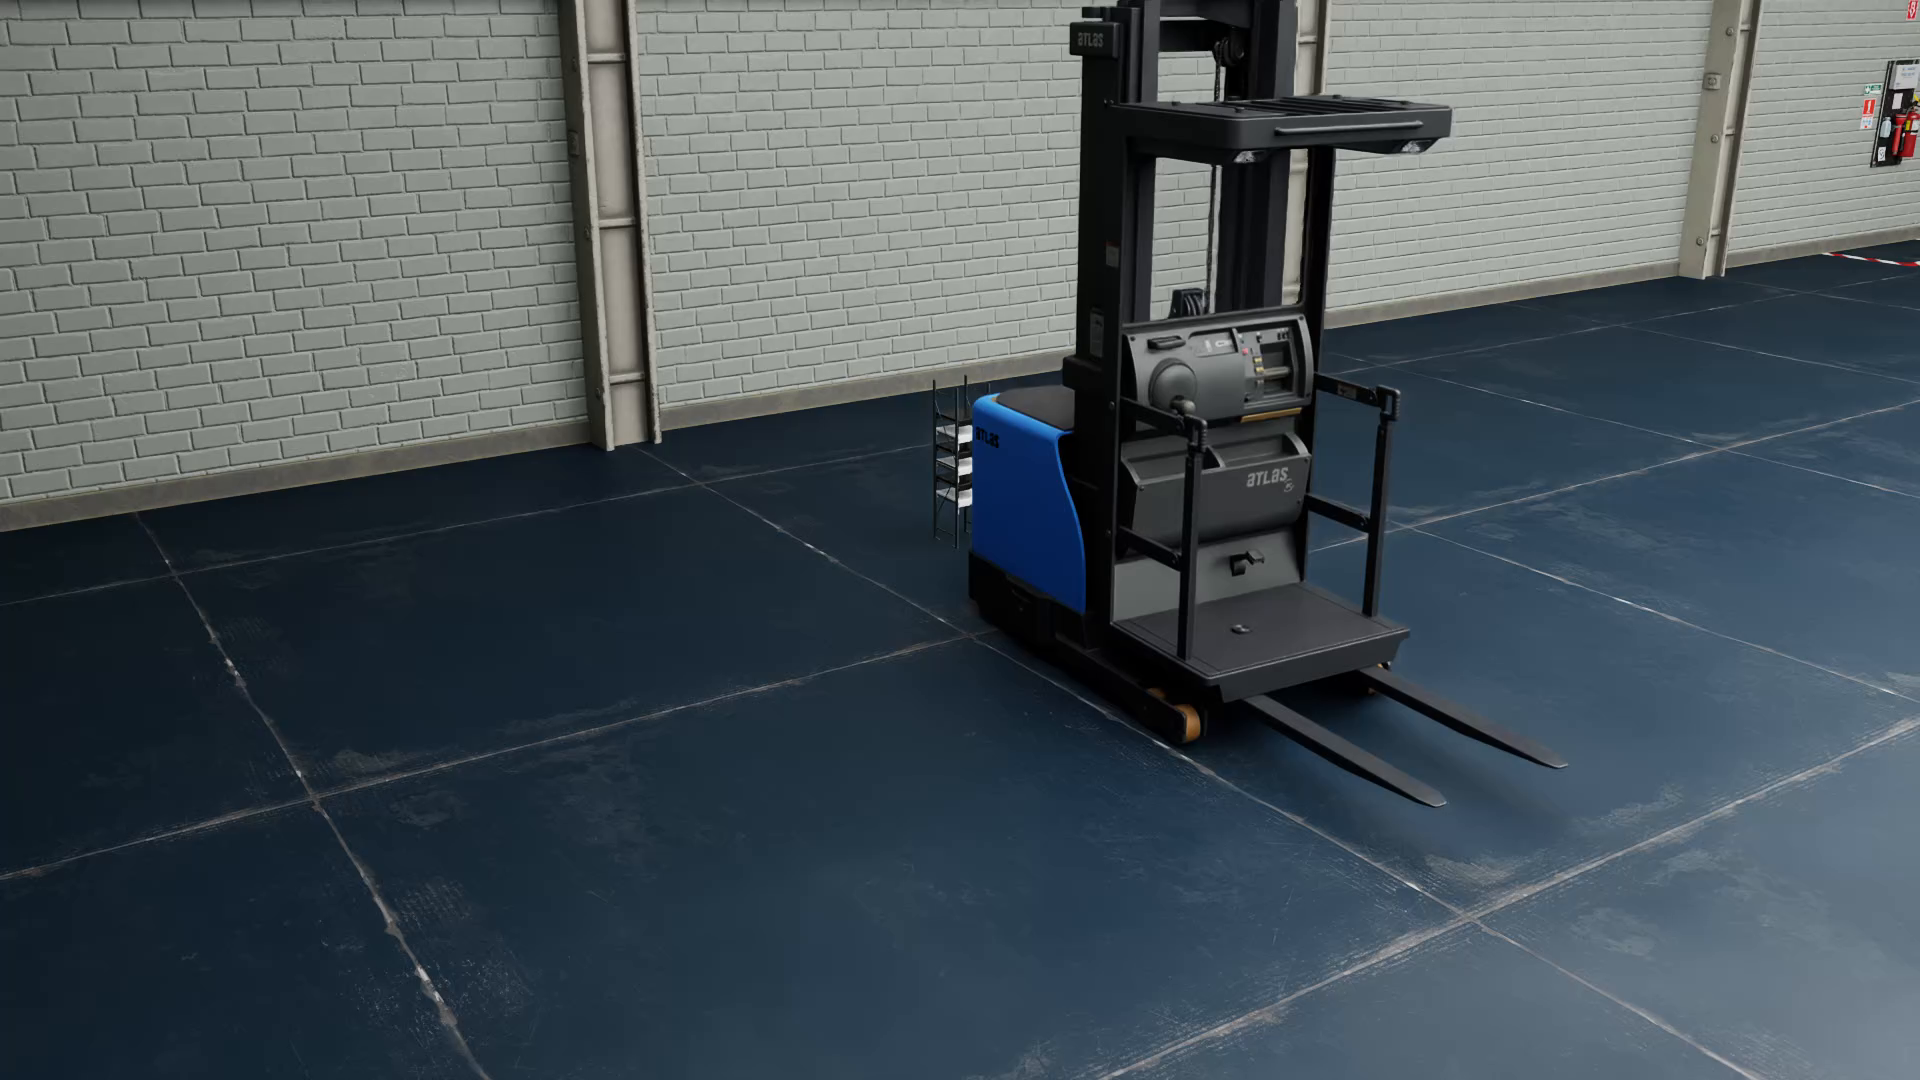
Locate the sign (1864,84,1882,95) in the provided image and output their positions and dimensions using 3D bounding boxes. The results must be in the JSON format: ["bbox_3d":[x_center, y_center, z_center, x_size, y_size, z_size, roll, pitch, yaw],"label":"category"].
[{"bbox_3d":[10.185,-5.026,18.546,0.331,0.109,0.001,-12,22,-31],"label":"sign"}]

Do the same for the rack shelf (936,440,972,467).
[{"bbox_3d":[0.007,-0.481,9.087,0.200,0.077,0.258,-12,22,-31],"label":"rack shelf"}]

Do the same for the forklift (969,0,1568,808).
[{"bbox_3d":[1.204,-0.722,6.803,1.130,2.935,3.031,-10,21,-28],"label":"forklift"}]

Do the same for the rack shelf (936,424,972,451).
[{"bbox_3d":[0.007,-0.567,9.058,0.200,0.077,0.258,-12,22,-31],"label":"rack shelf"}]

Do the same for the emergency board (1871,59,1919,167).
[{"bbox_3d":[10.695,-4.830,18.847,0.643,1.169,0.194,-12,22,-31],"label":"emergency board"}]

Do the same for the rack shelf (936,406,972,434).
[{"bbox_3d":[0.007,-0.652,9.029,0.200,0.077,0.258,-12,22,-31],"label":"rack shelf"}]

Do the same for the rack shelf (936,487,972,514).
[{"bbox_3d":[0.007,-0.226,9.173,0.200,0.077,0.258,-12,22,-31],"label":"rack shelf"}]

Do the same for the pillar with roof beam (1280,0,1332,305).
[{"bbox_3d":[5.125,-4.832,9.486,0.400,9.000,9.100,-12,22,-31],"label":"pillar with roof beam"}]

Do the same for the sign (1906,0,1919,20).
[{"bbox_3d":[10.633,-5.953,18.551,0.199,0.298,0.001,-12,22,-31],"label":"sign"}]

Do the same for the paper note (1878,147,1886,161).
[{"bbox_3d":[10.509,-4.400,18.951,0.142,0.148,0.016,-12,22,-31],"label":"paper note"}]

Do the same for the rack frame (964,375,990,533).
[{"bbox_3d":[0.092,-0.446,9.158,0.006,0.900,0.240,-12,22,-31],"label":"rack frame"}]

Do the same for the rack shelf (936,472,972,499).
[{"bbox_3d":[0.007,-0.311,9.144,0.200,0.077,0.258,-12,22,-31],"label":"rack shelf"}]

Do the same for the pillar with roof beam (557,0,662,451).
[{"bbox_3d":[0.114,-3.775,6.360,0.400,9.000,9.100,-12,22,-31],"label":"pillar with roof beam"}]

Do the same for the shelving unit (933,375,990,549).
[{"bbox_3d":[0.007,-0.428,9.105,0.210,0.900,0.258,-12,22,-31],"label":"shelving unit"}]

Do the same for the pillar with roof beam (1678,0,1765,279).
[{"bbox_3d":[10.136,-5.888,12.612,0.400,9.000,9.100,-12,22,-31],"label":"pillar with roof beam"}]

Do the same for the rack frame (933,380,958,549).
[{"bbox_3d":[-0.078,-0.410,9.052,0.006,0.900,0.240,-12,22,-31],"label":"rack frame"}]

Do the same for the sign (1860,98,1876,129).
[{"bbox_3d":[10.176,-4.777,18.635,0.234,0.329,0.001,-12,22,-31],"label":"sign"}]

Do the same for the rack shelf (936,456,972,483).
[{"bbox_3d":[0.007,-0.396,9.116,0.200,0.077,0.258,-12,22,-31],"label":"rack shelf"}]
